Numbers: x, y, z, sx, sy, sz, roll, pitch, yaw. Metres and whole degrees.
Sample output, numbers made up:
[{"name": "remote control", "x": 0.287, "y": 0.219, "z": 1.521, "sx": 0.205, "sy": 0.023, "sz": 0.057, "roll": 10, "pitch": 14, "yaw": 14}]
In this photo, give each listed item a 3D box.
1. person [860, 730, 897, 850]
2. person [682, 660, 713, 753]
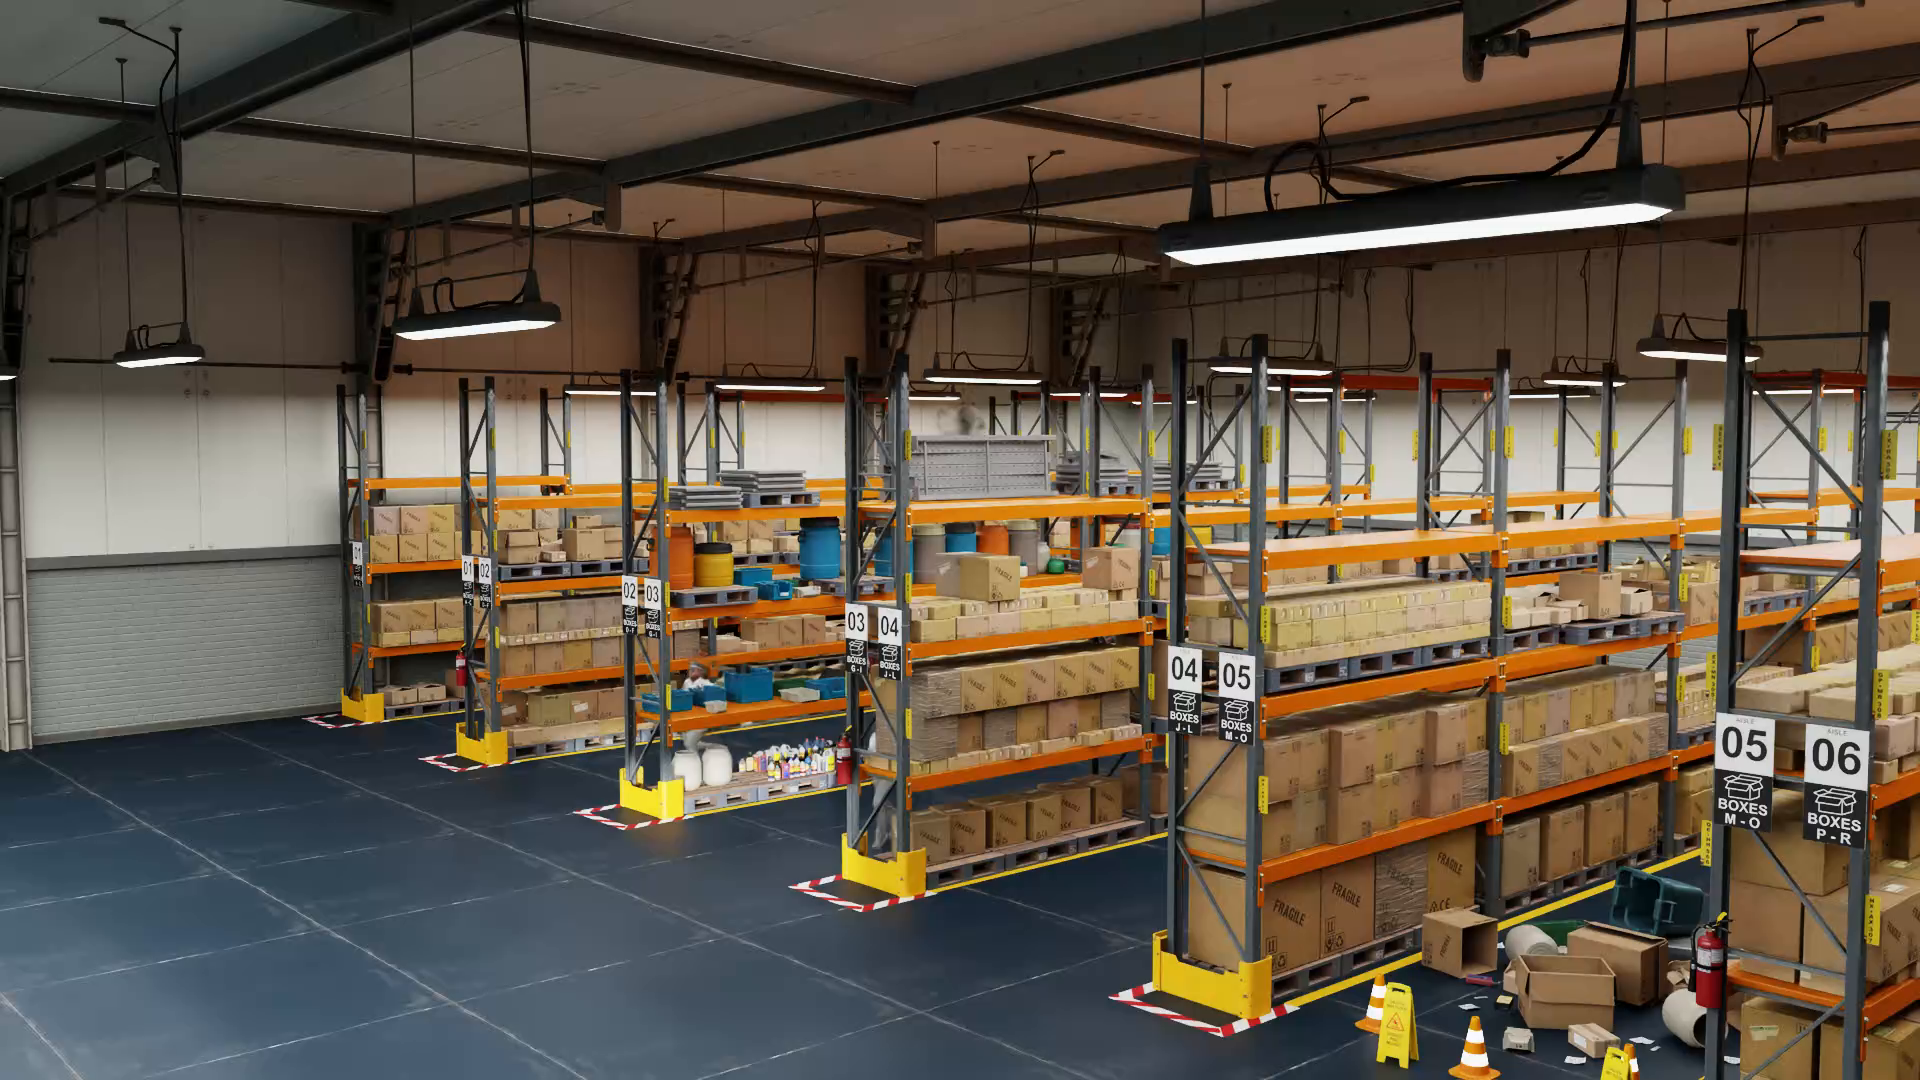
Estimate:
[{"name": "person", "x": -0.945, "y": 2.961, "z": 20.718, "sx": 0.697, "sy": 1.750, "sz": 0.593, "roll": -4, "pitch": 5, "yaw": -44}, {"name": "person", "x": -3.922, "y": 2.671, "z": 24.871, "sx": 0.663, "sy": 1.772, "sz": 0.816, "roll": 3, "pitch": 5, "yaw": 35}]
